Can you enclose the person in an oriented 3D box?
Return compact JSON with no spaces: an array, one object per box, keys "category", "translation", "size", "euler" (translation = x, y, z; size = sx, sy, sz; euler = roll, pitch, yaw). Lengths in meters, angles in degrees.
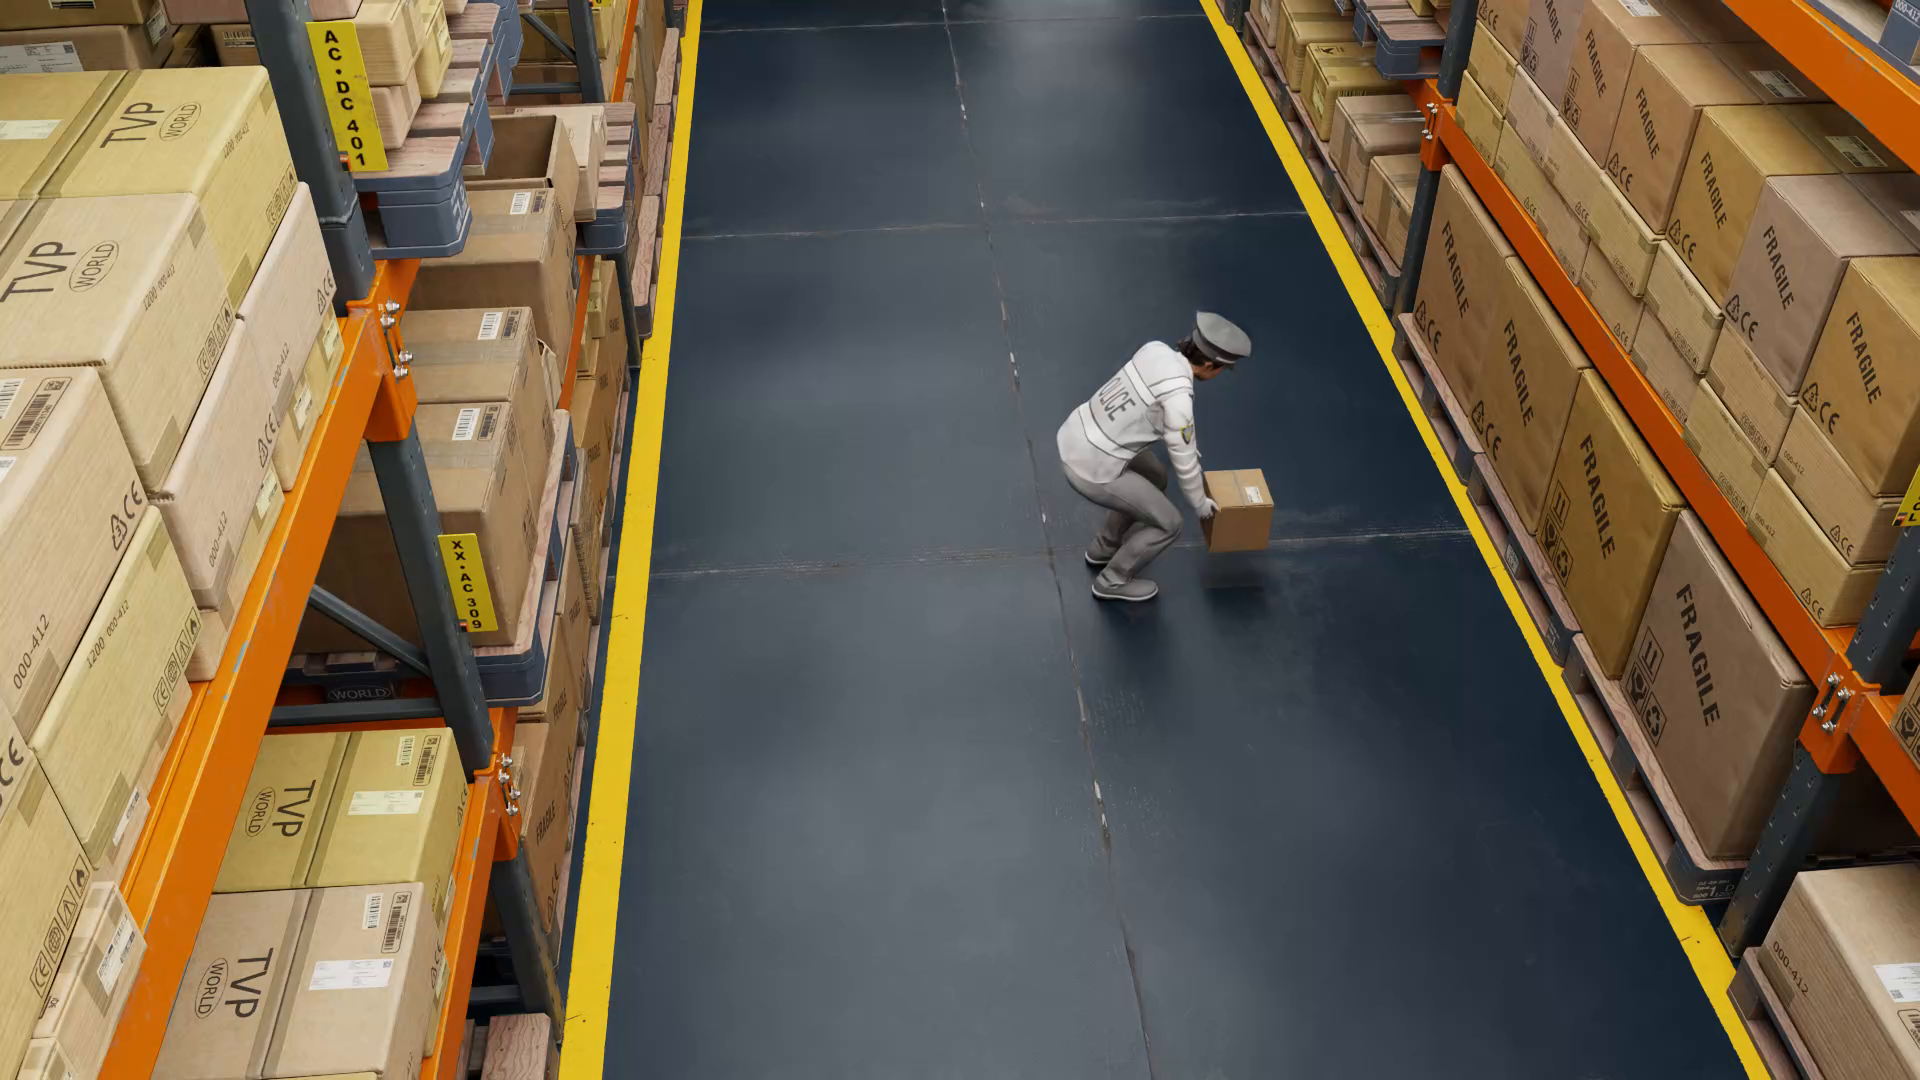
[{"category":"person","translation":[0.778,-0.356,6.908],"size":[0.761,1.267,0.532],"euler":[-3,39,-4]}]
